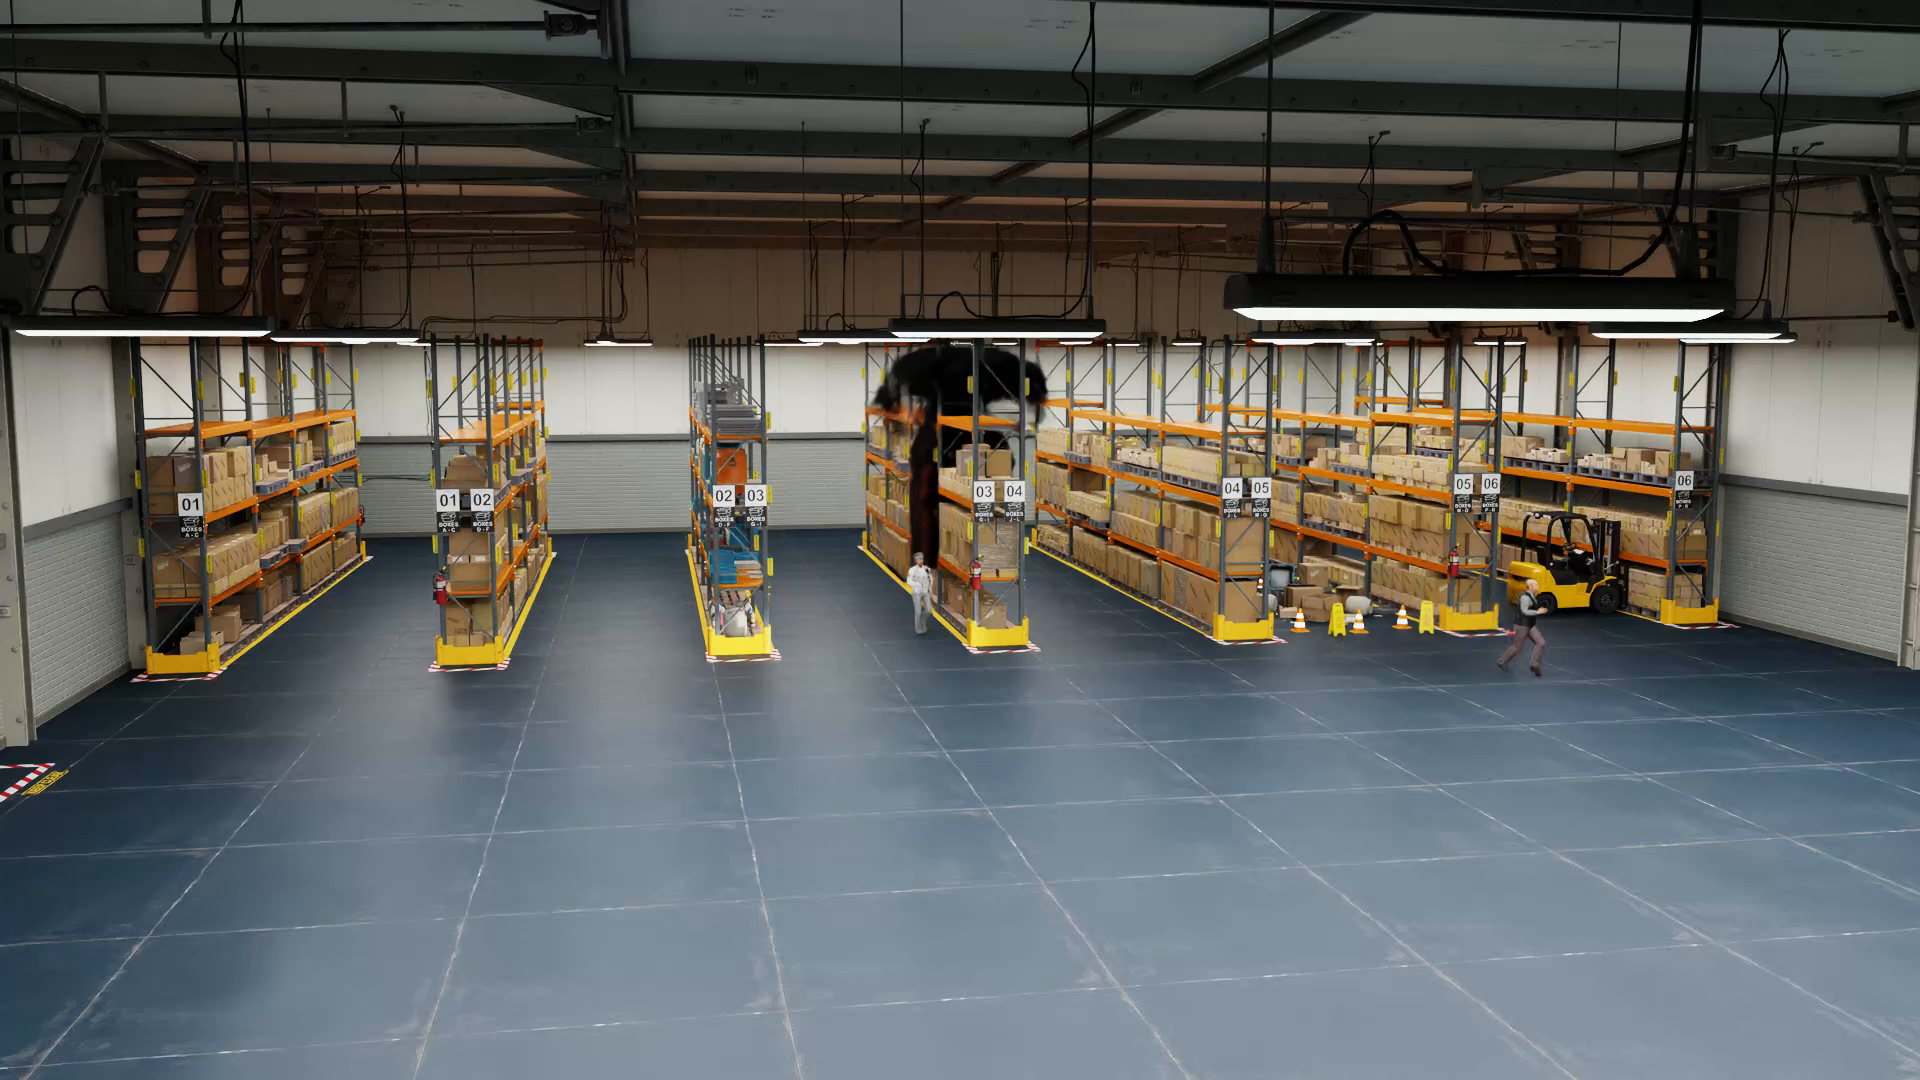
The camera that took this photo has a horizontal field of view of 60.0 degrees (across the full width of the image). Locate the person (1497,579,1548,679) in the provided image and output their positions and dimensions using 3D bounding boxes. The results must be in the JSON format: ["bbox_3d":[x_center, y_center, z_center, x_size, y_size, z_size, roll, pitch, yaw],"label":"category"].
[{"bbox_3d":[9.867,1.546,29.148,0.853,1.764,0.678,4,8,33],"label":"person"}]

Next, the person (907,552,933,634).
[{"bbox_3d":[-0.759,1.069,33.356,0.600,1.657,0.566,-2,7,-18],"label":"person"}]
